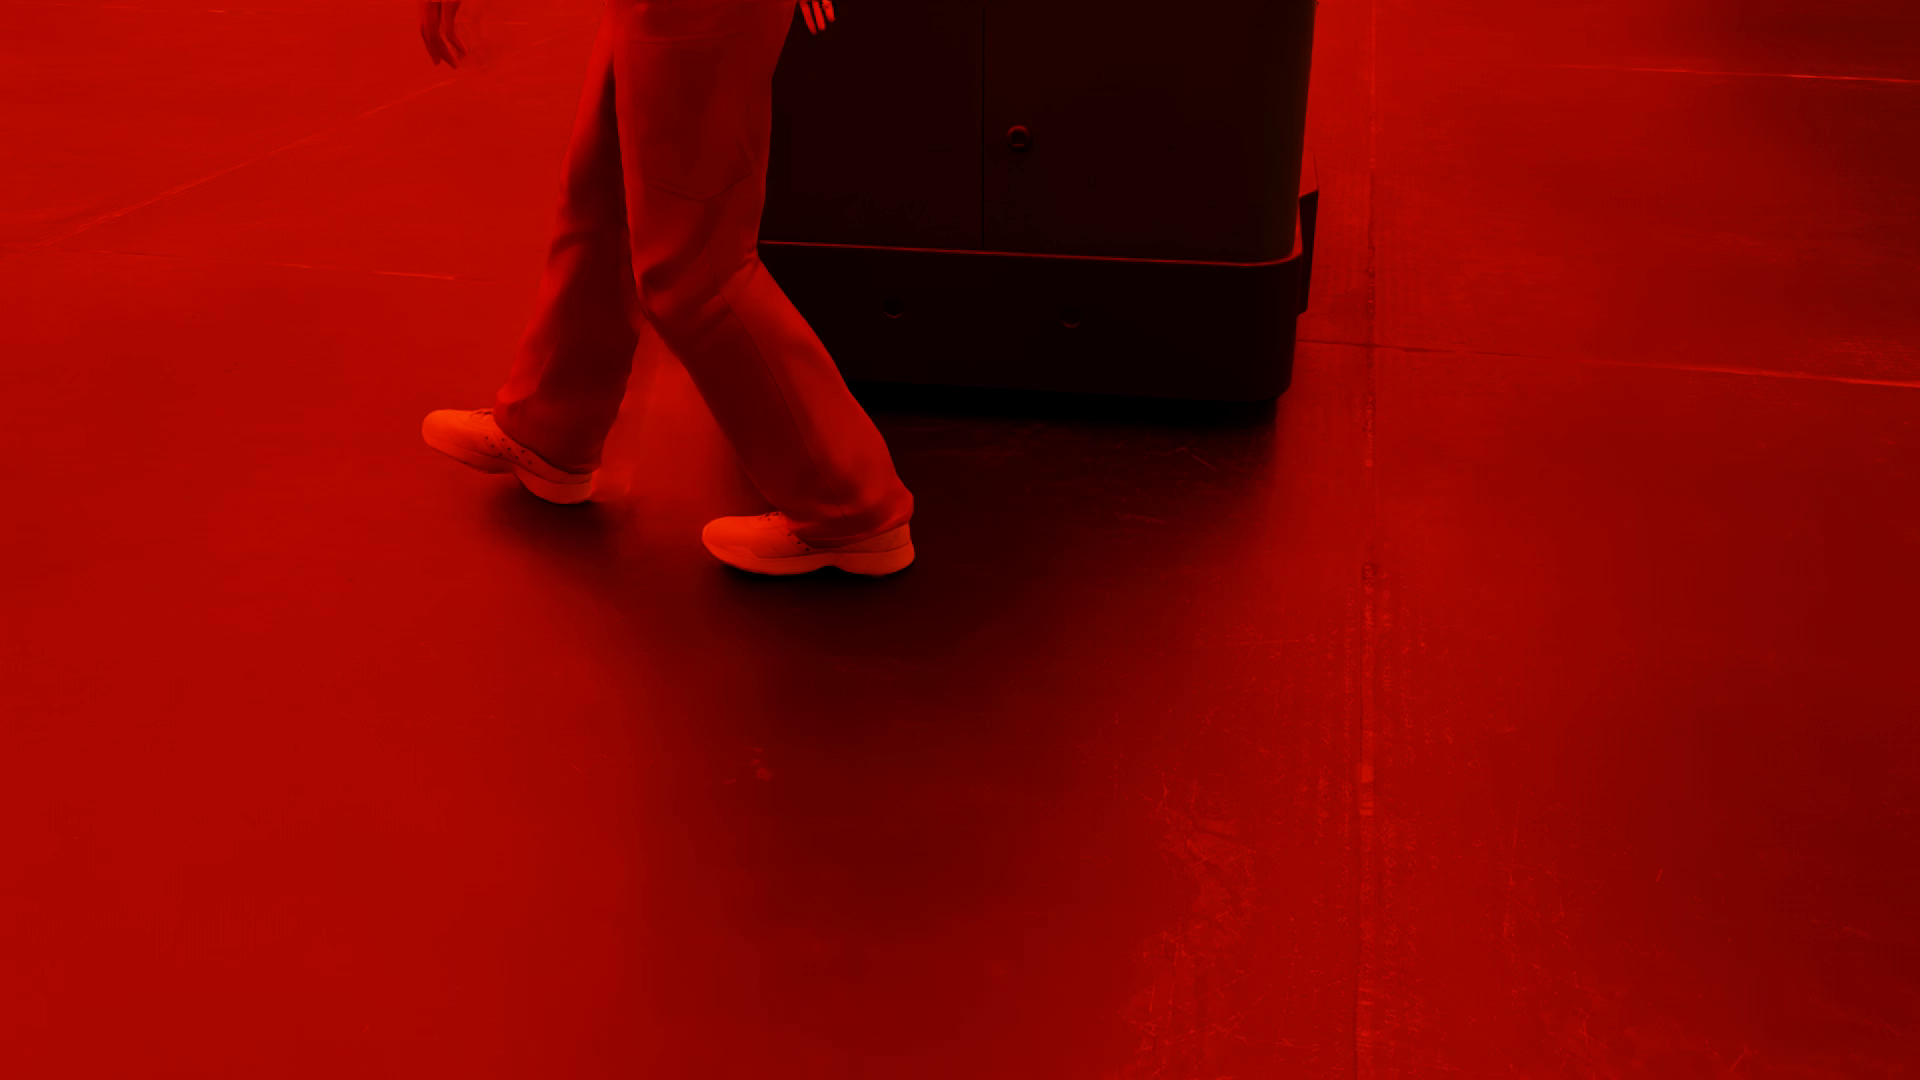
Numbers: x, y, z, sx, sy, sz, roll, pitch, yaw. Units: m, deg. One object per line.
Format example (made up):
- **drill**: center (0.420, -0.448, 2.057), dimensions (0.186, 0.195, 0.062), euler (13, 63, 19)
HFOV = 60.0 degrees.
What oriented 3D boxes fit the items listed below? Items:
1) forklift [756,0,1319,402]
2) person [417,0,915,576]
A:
- **forklift**: center (0.274, -2.179, 3.565), dimensions (1.130, 2.935, 3.031), euler (4, 27, 8)
- **person**: center (-0.465, -0.752, 2.191), dimensions (0.814, 1.619, 0.645), euler (1, 27, 3)
